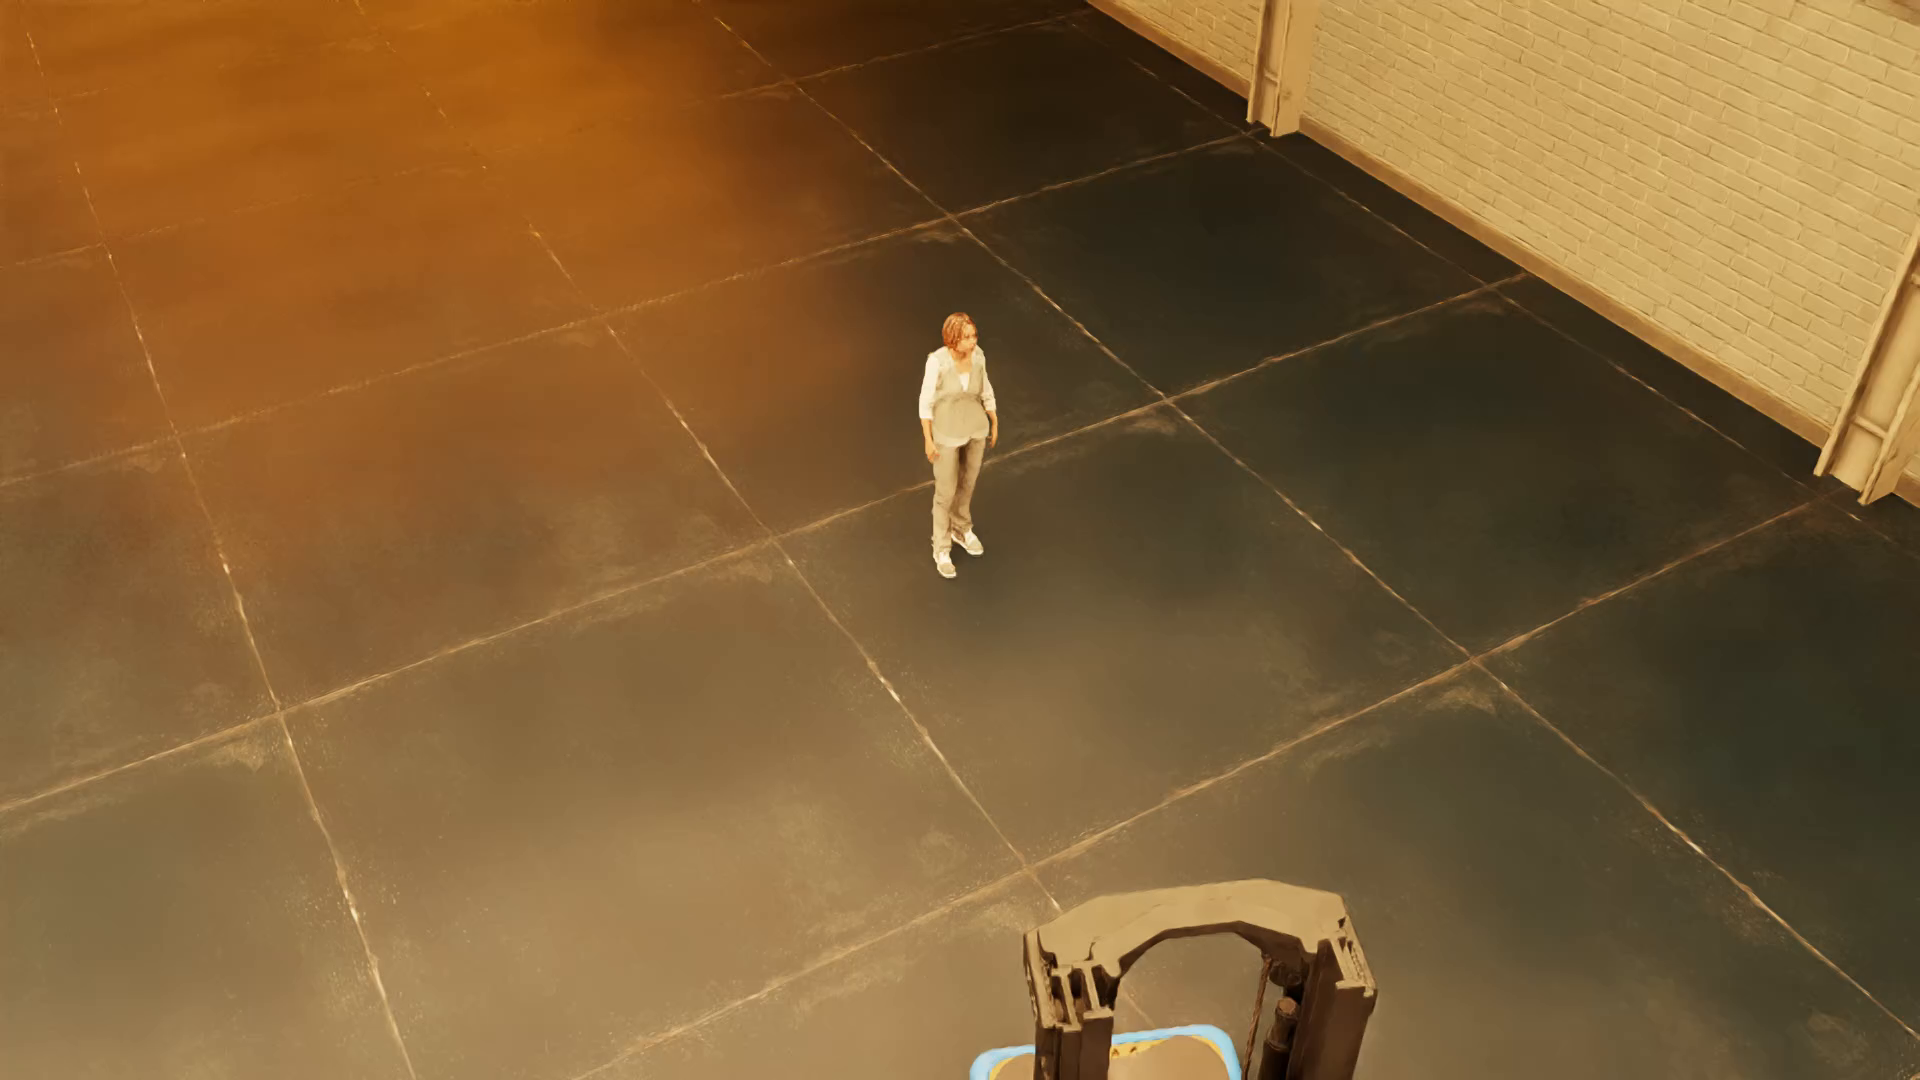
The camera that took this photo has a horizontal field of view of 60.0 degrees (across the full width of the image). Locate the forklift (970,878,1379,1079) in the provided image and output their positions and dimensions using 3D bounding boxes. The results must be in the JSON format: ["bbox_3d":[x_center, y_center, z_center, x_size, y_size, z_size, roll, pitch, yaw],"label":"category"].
[{"bbox_3d":[0.734,2.532,4.983,1.130,2.935,3.031,-5,40,-6],"label":"forklift"}]

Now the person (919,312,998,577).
[{"bbox_3d":[0.025,-0.575,9.763,0.521,1.597,0.474,-20,44,-23],"label":"person"}]
